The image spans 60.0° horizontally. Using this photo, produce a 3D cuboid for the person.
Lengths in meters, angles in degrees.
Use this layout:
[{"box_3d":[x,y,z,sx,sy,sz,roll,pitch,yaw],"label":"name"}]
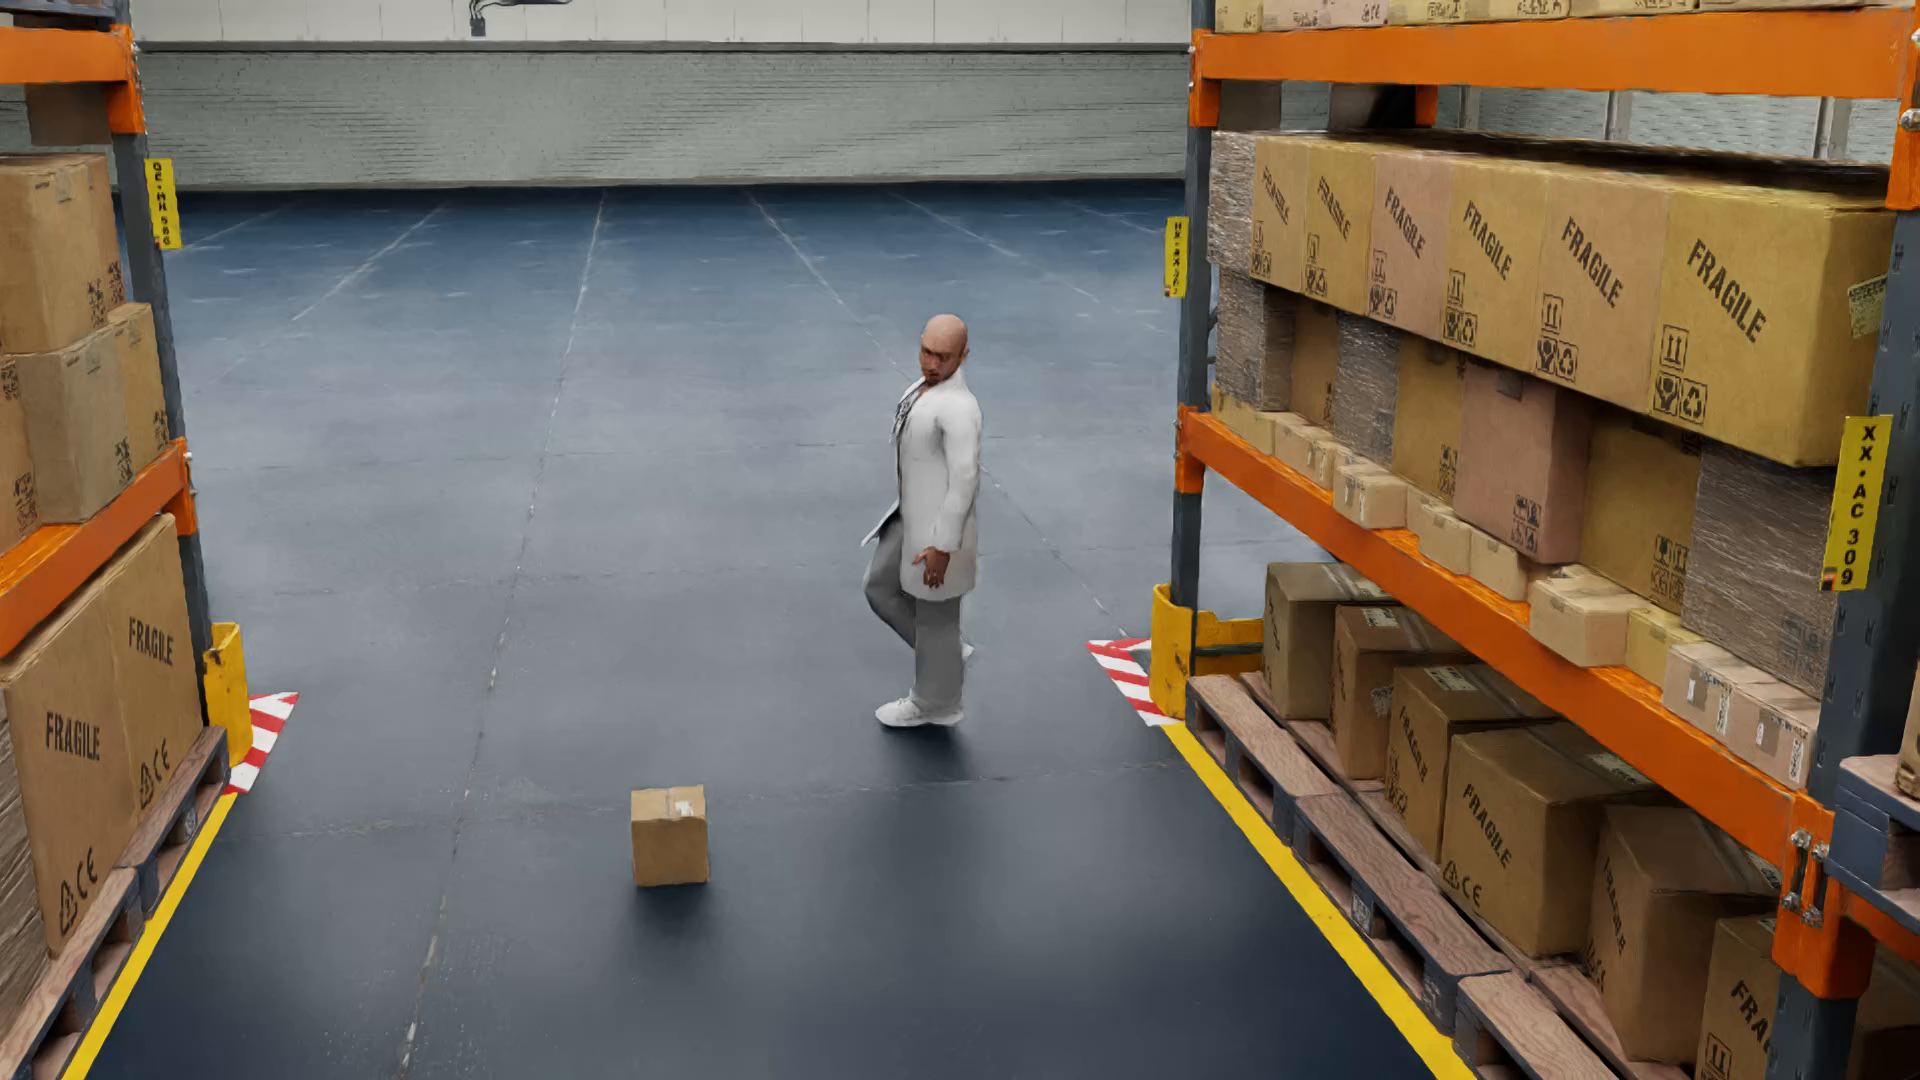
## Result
[{"box_3d":[-0.147,-0.051,6.700,0.490,1.770,0.765,-3,16,-11],"label":"person"}]
